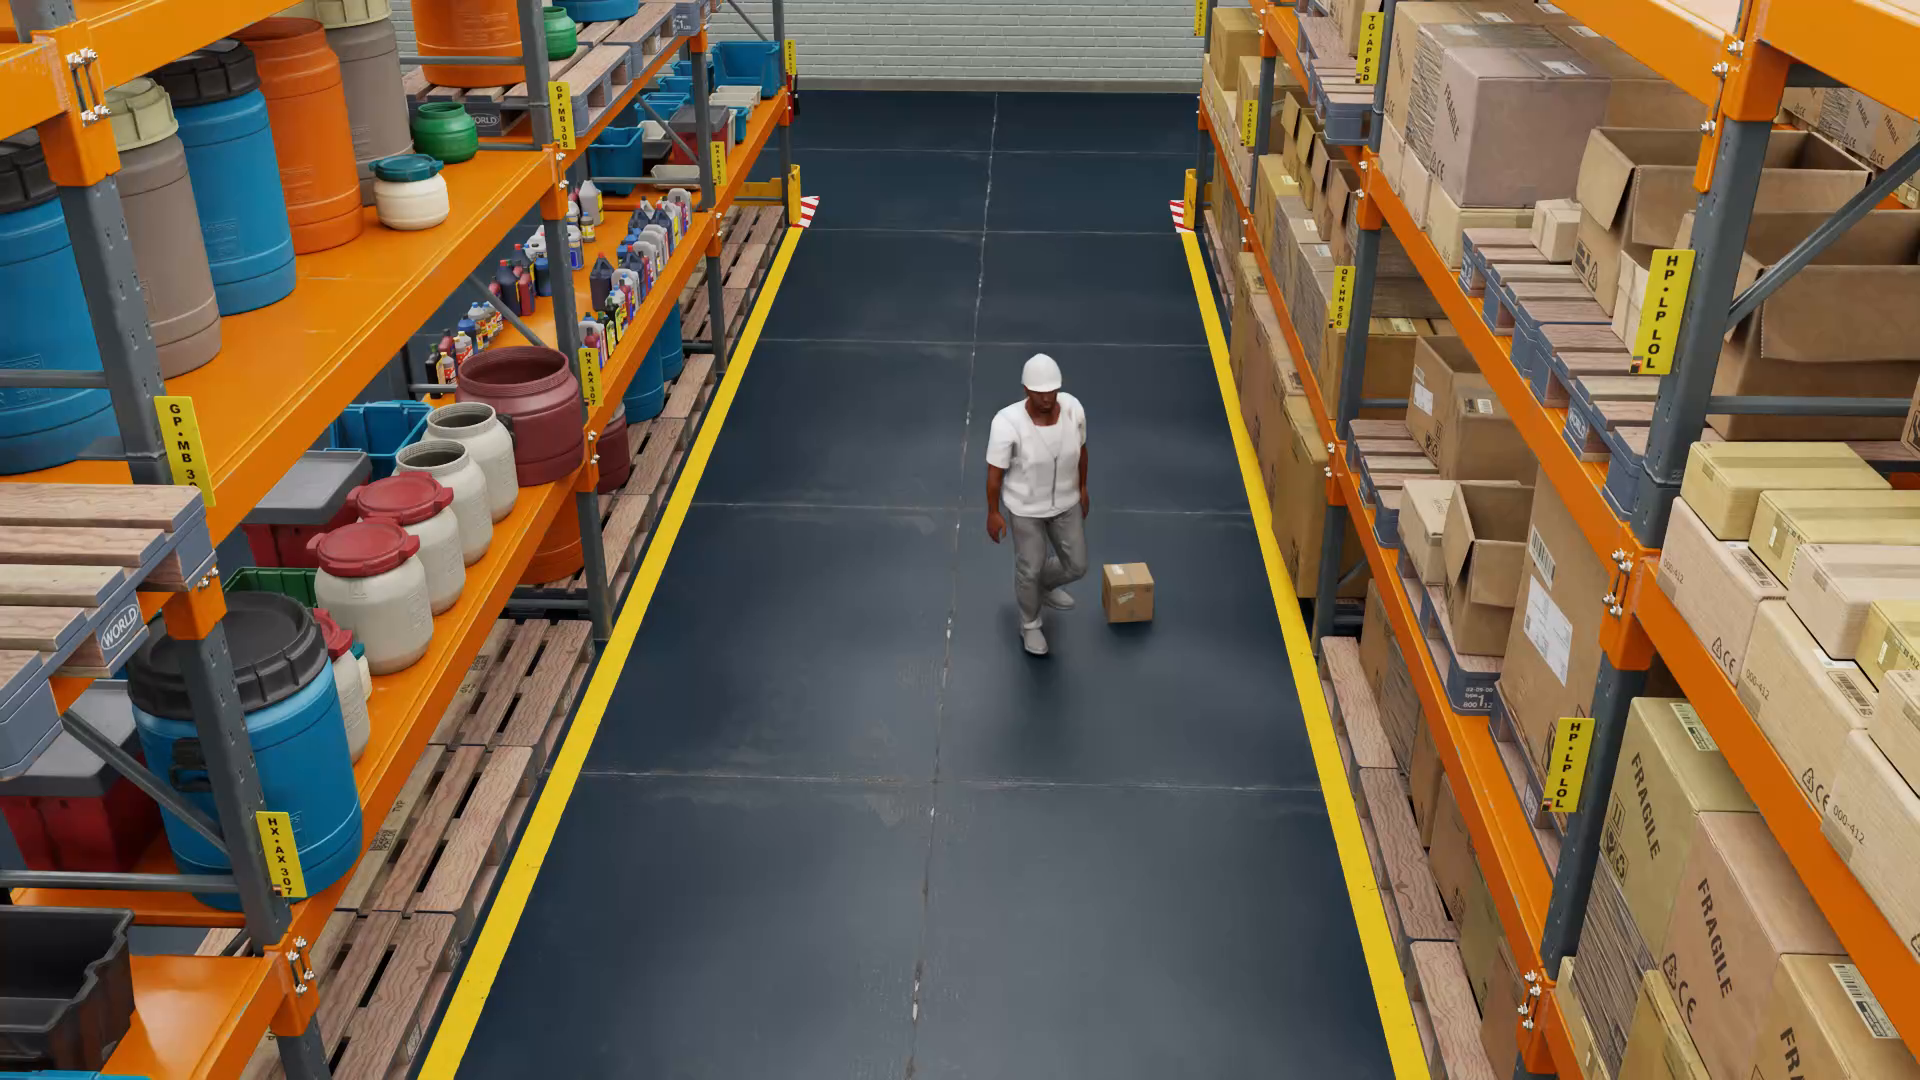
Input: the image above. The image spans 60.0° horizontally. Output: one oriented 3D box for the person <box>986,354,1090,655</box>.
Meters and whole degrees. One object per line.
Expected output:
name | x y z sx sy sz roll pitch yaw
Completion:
person | 0.421 -0.214 8.994 0.620 1.760 0.562 -11 30 -20
